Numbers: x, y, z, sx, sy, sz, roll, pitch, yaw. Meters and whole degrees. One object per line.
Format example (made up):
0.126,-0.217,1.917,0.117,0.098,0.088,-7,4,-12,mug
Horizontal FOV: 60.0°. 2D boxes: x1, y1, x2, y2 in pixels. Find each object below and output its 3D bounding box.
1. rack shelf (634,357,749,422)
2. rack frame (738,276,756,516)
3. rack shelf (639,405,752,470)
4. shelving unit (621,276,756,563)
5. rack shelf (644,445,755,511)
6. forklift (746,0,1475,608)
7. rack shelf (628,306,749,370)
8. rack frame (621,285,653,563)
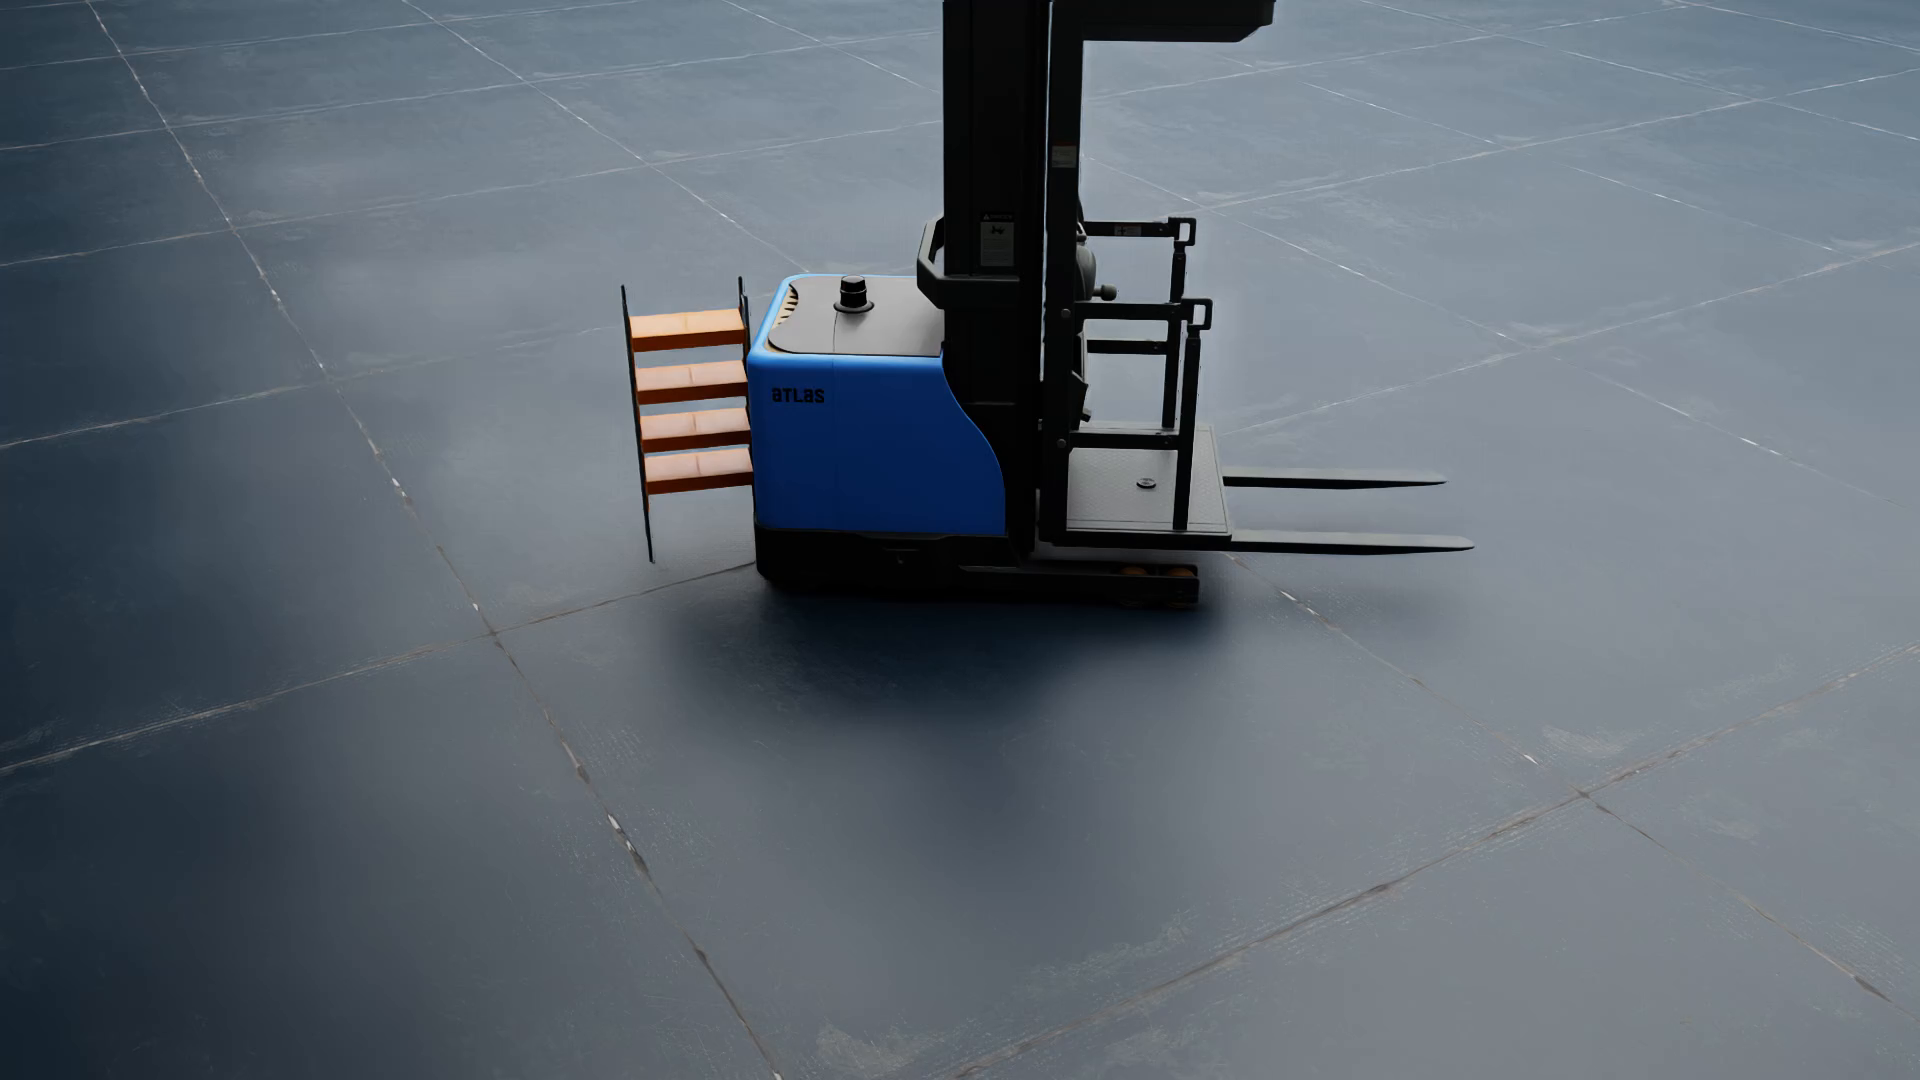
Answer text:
-1.142,-0.644,7.088,0.480,0.148,0.258,-6,29,-11,rack shelf
-0.904,-0.532,7.210,0.015,1.200,0.240,-6,29,-11,rack frame
-1.142,-0.448,7.197,0.480,0.148,0.258,-6,29,-11,rack shelf
-1.142,-0.507,7.164,0.503,1.200,0.258,-6,29,-11,shelving unit
-1.142,-0.274,7.292,0.480,0.148,0.258,-6,29,-11,rack shelf
0.668,-1.263,6.743,3.031,2.935,1.130,2,29,3,forklift
-1.142,-0.851,6.974,0.480,0.148,0.258,-6,29,-11,rack shelf
-1.380,-0.481,7.118,0.015,1.200,0.240,-6,29,-11,rack frame
